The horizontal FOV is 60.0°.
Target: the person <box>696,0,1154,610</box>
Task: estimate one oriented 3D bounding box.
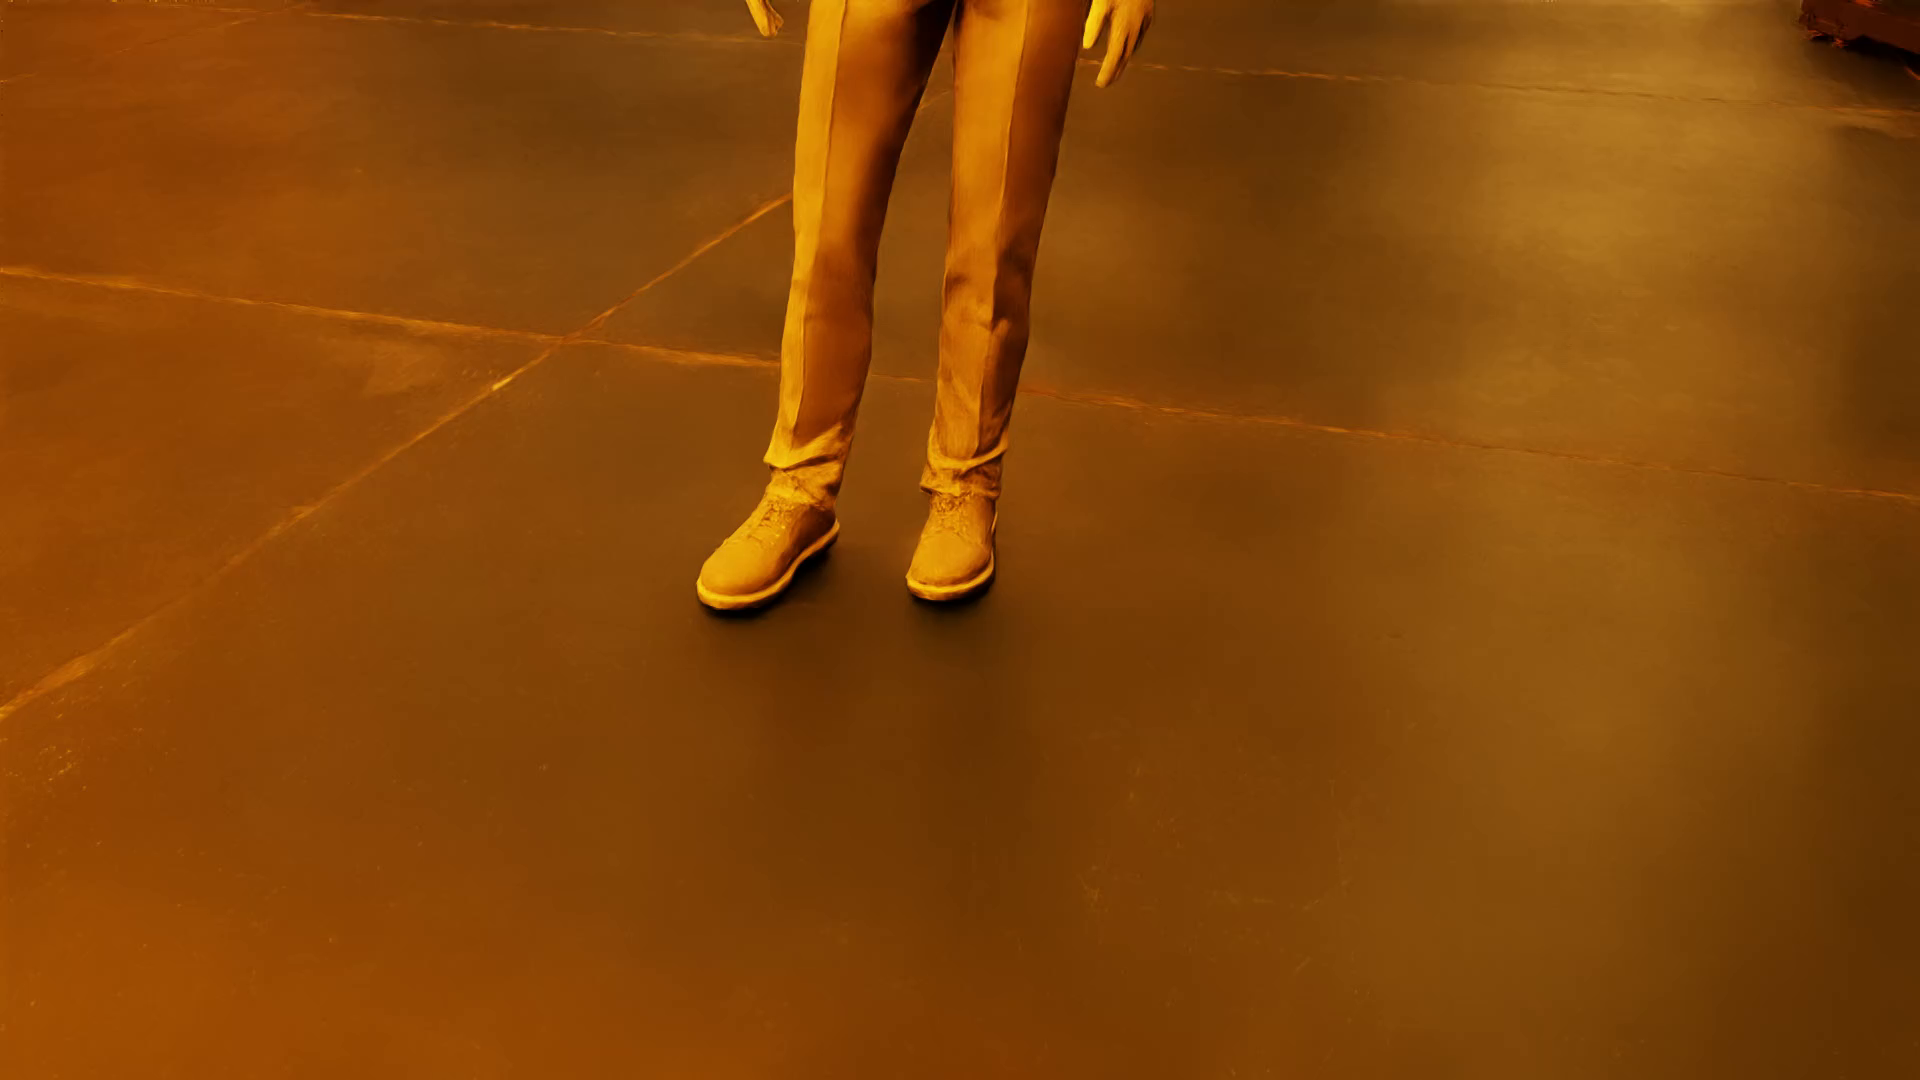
[{"bbox_3d":[-0.027,-0.733,2.056,0.586,1.695,0.533,8,28,16],"label":"person"}]
